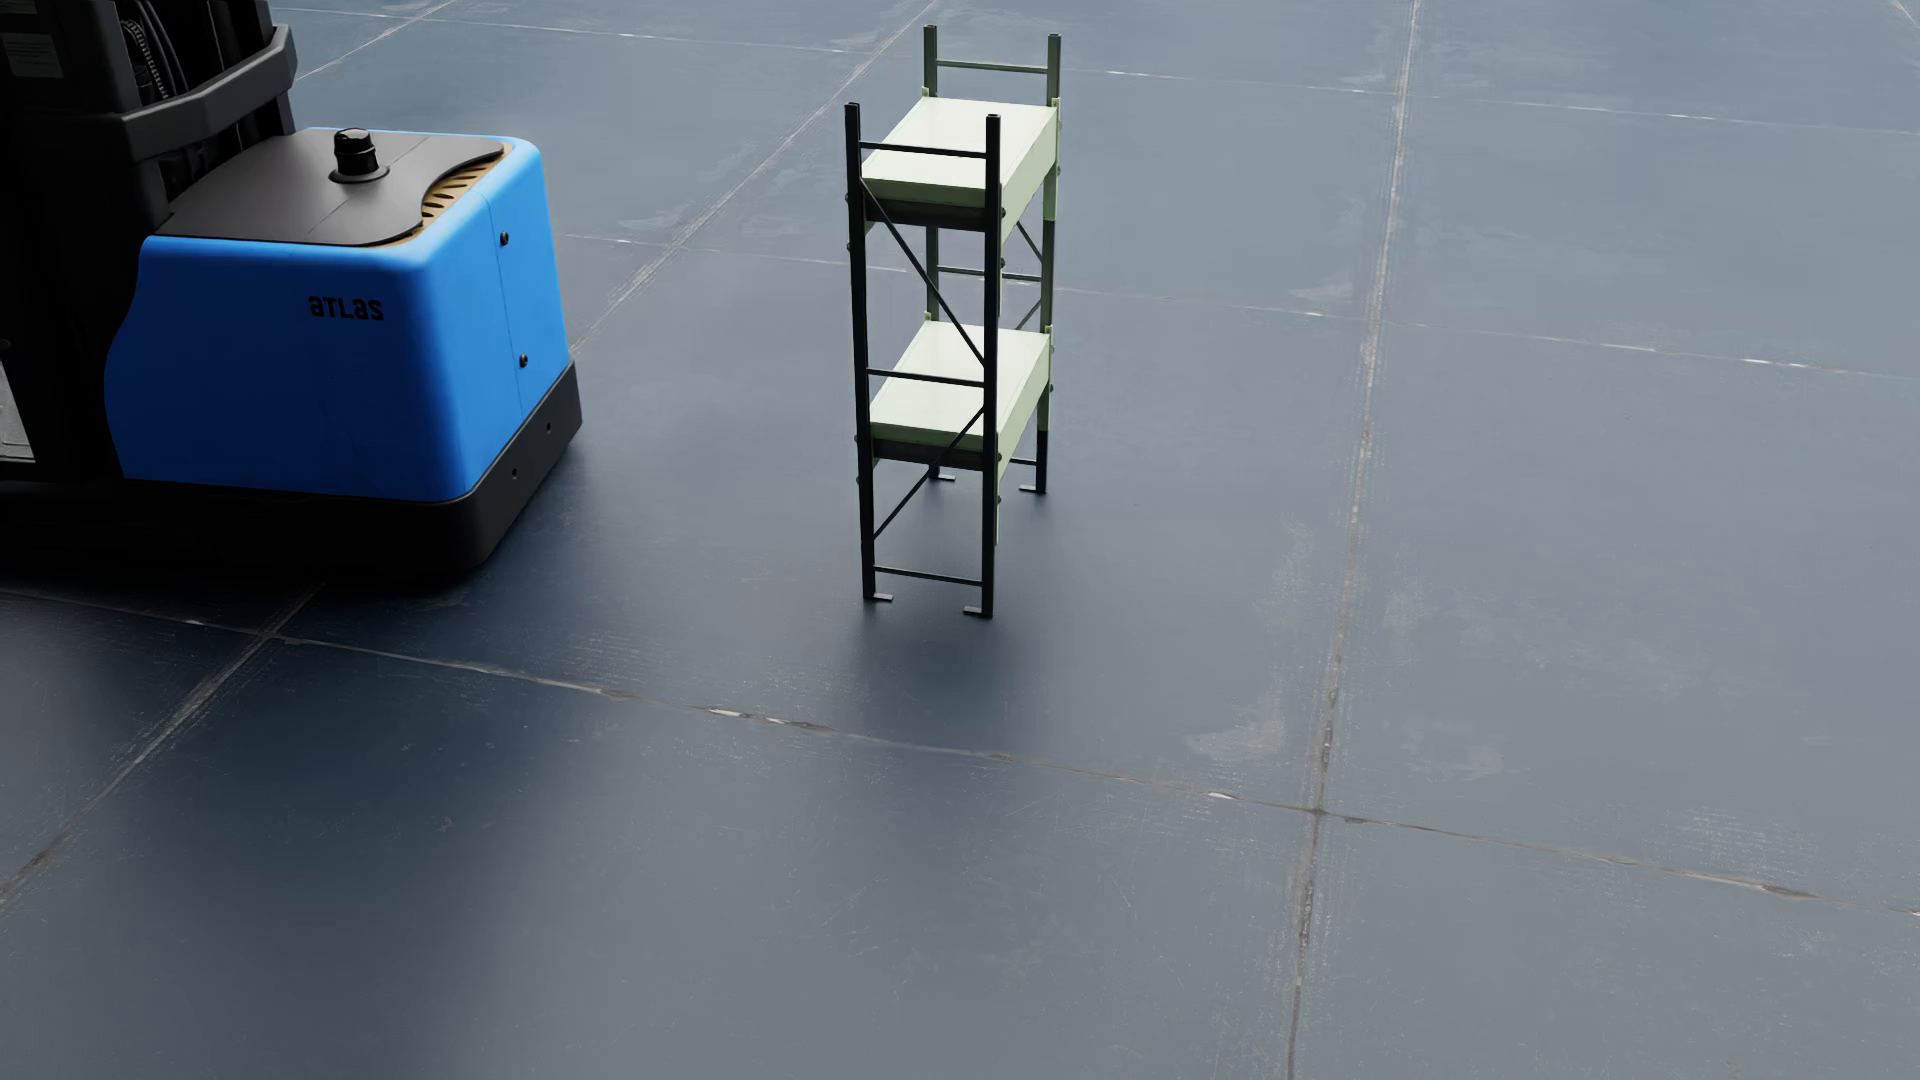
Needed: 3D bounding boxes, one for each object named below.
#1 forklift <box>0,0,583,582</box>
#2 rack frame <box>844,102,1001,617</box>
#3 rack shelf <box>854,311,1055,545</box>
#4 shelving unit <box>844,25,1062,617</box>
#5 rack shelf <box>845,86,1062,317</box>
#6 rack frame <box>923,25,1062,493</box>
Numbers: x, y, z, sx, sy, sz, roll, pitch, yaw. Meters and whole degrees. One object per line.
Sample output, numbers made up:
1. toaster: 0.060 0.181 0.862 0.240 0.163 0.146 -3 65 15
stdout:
1. forklift: -2.866 -1.465 4.822 3.031 2.935 1.130 5 33 7
2. rack frame: -0.095 -0.440 4.543 0.400 1.500 0.023 8 33 12
3. rack shelf: -0.002 -0.354 5.017 0.431 0.370 0.720 8 33 12
4. shelving unit: -0.002 -0.629 4.842 0.431 1.500 0.755 8 33 12
5. rack shelf: -0.002 -0.959 4.633 0.431 0.370 0.720 8 33 12
6. rack frame: 0.091 -0.819 5.141 0.400 1.500 0.023 8 33 12
